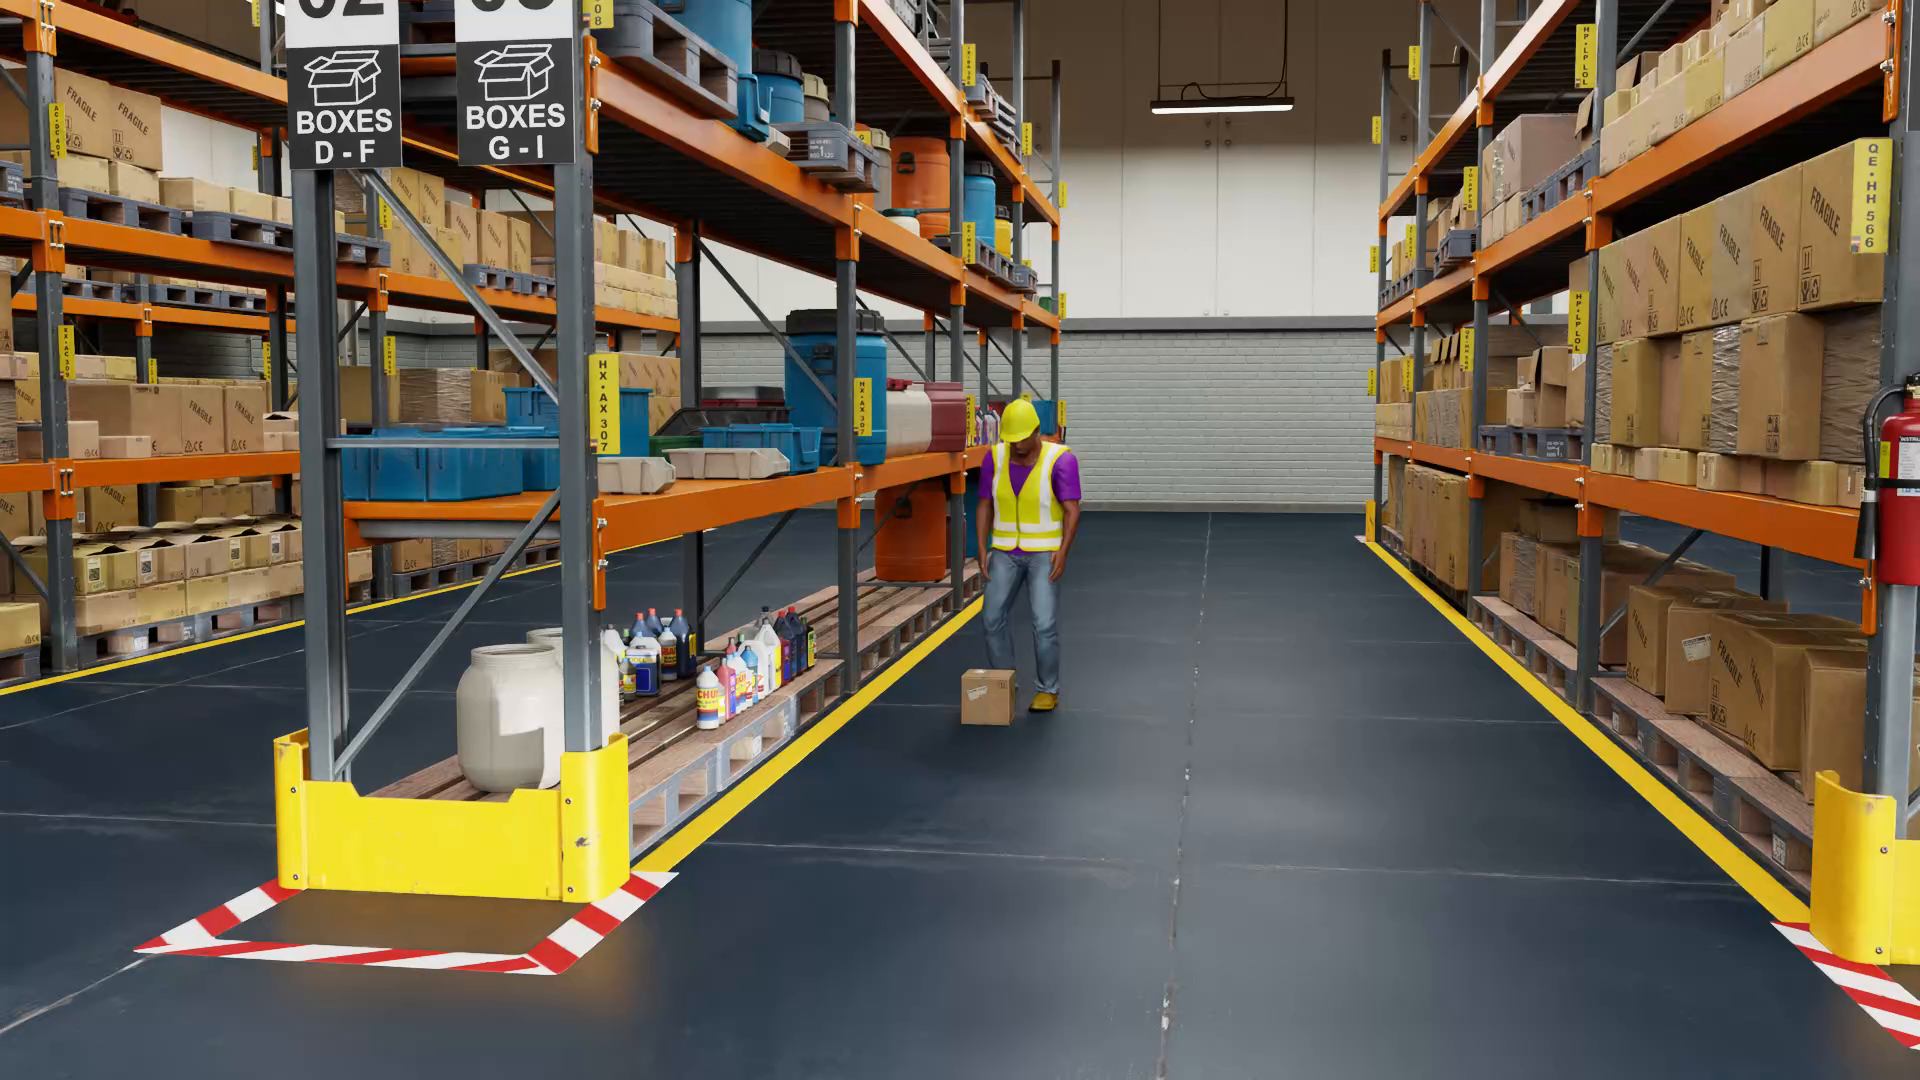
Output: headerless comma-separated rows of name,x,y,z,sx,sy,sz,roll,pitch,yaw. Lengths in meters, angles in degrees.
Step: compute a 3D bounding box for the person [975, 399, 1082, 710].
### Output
person,0.364,0.078,9.048,0.602,1.682,0.511,2,5,25
